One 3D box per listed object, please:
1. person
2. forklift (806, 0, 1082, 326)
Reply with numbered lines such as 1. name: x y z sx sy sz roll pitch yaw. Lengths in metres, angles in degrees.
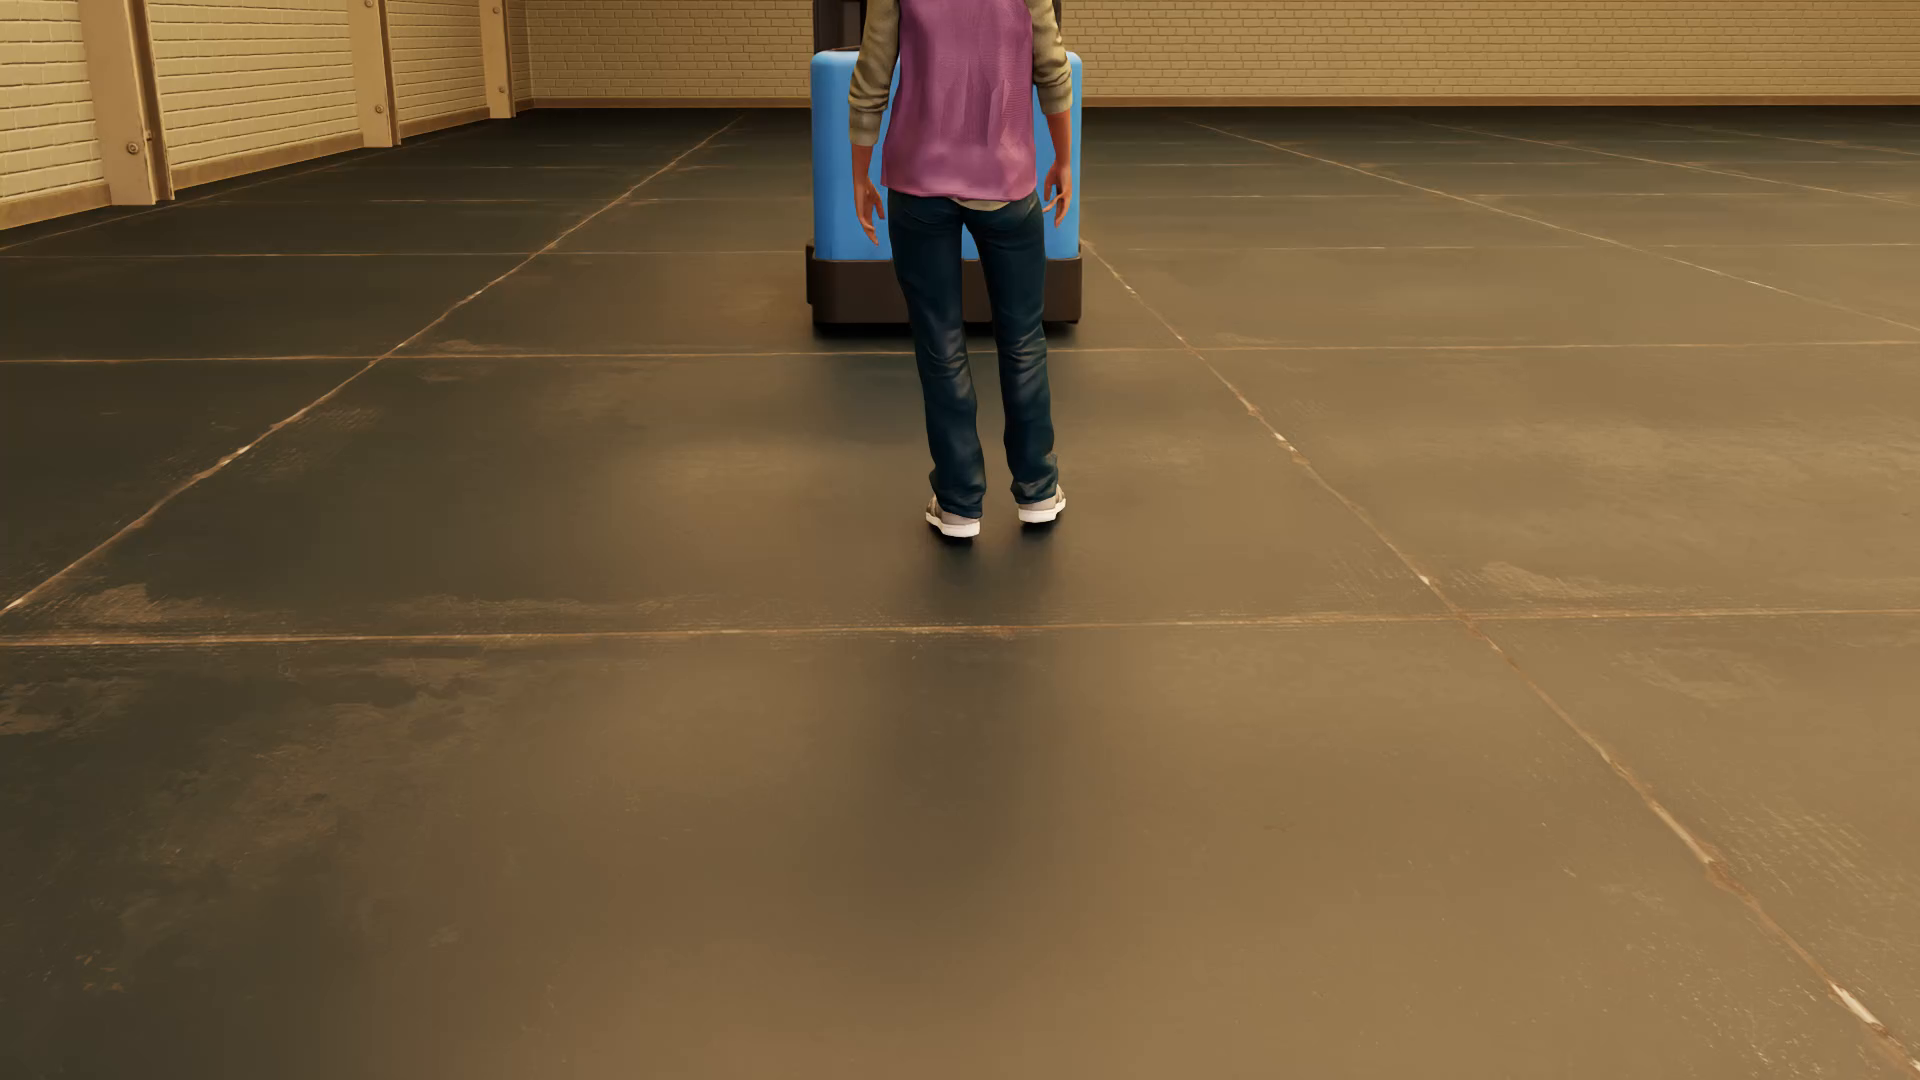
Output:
1. person: 0.010 -0.792 3.753 0.520 1.597 0.476 -1 17 -3
2. forklift: -0.111 -2.613 7.450 1.130 2.935 3.031 -1 17 -2
